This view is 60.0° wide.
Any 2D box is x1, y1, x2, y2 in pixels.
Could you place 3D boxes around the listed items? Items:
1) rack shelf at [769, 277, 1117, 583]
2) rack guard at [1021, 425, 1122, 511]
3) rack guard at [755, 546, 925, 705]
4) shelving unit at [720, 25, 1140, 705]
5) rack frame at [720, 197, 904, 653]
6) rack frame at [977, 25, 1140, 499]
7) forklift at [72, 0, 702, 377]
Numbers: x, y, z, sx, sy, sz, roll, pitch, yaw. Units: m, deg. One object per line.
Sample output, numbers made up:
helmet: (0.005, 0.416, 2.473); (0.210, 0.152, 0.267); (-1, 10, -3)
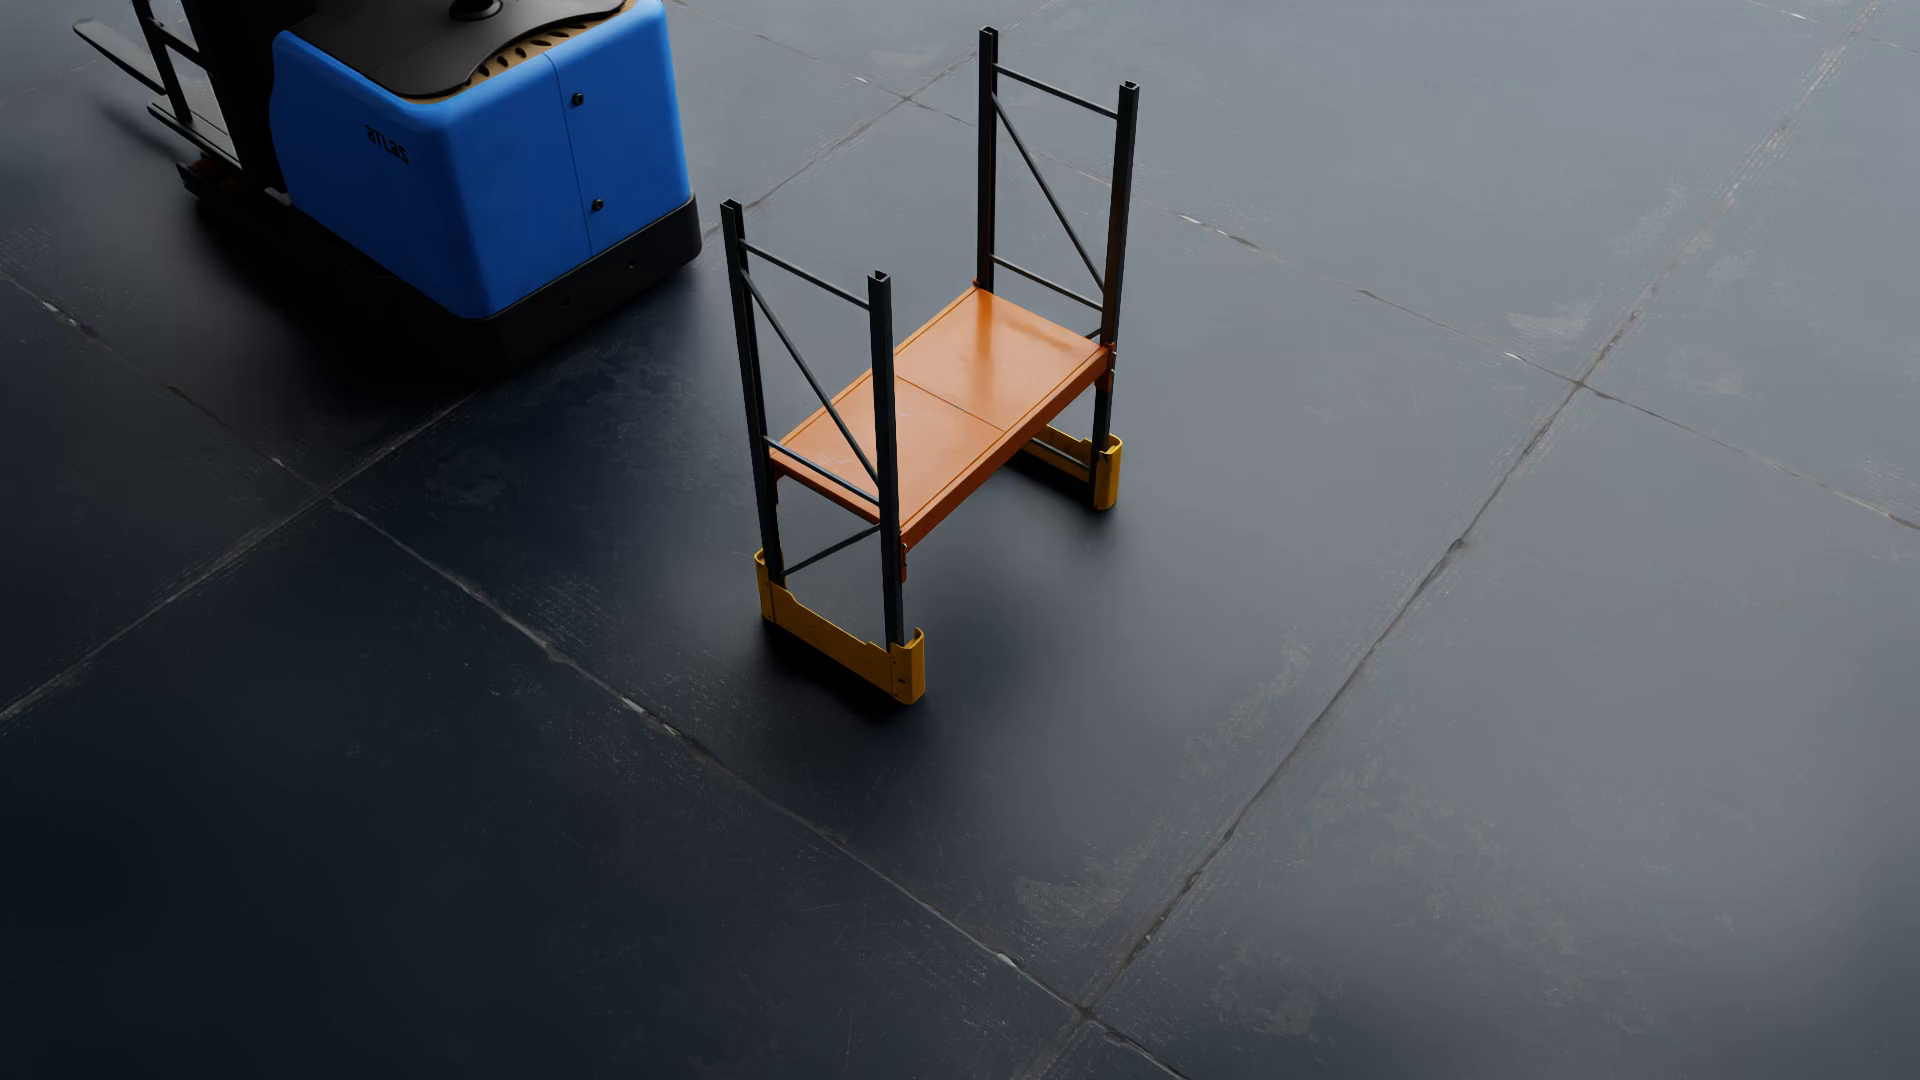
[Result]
rack shelf: (-0.052, -0.345, 4.791); (0.538, 0.185, 1.000); (29, 53, 25)
rack guard: (0.258, -0.328, 5.390); (0.587, 0.250, 0.087); (29, 53, 25)
rack guard: (-0.351, 0.242, 4.846); (0.587, 0.250, 0.087); (29, 53, 25)
shelving unit: (-0.047, -0.474, 4.666); (0.587, 1.500, 1.083); (29, 53, 25)
rack frame: (-0.363, -0.178, 4.383); (0.500, 1.500, 0.032); (29, 53, 25)
rack frame: (0.259, -0.760, 4.939); (0.500, 1.500, 0.032); (29, 53, 25)
forklift: (-2.398, -2.496, 5.607); (3.031, 2.935, 1.130); (33, 54, 27)
